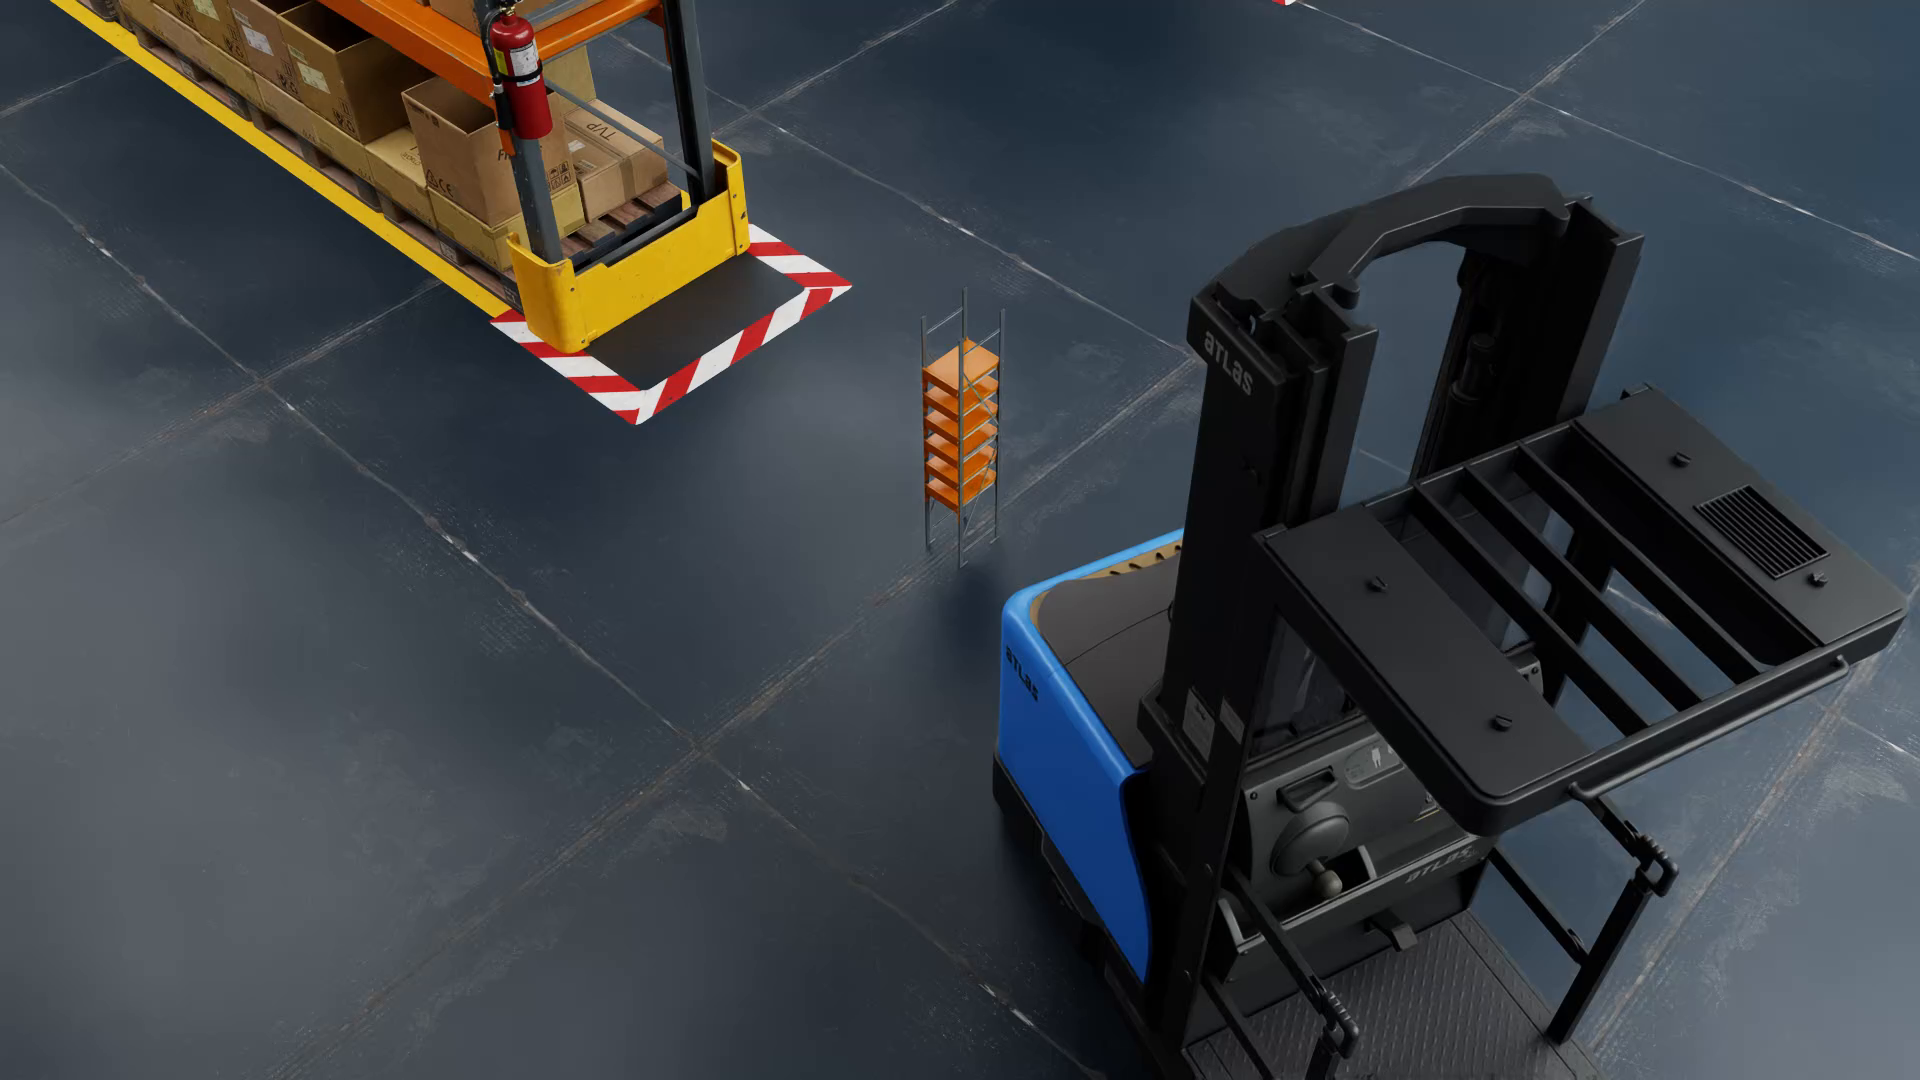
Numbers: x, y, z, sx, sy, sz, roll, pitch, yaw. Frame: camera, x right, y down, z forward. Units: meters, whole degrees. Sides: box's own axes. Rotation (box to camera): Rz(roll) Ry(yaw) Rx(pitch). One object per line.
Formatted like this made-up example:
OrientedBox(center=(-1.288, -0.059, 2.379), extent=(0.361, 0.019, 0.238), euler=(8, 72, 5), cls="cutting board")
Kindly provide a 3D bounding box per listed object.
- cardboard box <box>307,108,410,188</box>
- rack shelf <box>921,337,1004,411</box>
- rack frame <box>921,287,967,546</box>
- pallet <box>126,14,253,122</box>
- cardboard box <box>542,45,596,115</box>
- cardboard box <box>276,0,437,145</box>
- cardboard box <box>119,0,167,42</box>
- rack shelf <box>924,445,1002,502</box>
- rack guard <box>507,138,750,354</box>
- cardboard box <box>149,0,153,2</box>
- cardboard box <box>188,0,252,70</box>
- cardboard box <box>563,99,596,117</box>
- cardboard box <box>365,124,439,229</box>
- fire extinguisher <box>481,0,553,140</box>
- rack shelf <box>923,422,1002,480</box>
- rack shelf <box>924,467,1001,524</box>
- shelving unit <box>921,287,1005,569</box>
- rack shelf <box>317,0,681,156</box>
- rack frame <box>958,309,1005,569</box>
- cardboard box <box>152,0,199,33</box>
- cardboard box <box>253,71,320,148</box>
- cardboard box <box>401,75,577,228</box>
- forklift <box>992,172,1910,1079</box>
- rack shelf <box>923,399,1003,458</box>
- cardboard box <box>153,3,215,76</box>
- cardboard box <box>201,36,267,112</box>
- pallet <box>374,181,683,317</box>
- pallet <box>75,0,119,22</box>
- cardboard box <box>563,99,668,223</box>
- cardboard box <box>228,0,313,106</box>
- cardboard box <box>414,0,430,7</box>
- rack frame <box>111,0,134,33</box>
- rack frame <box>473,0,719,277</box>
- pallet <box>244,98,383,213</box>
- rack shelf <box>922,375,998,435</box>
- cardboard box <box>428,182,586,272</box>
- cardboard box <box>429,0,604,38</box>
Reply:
OrientedBox(center=(-2.889, -2.071, 8.344), extent=(0.500, 0.250, 0.500), euler=(34, 55, 28), cls="cardboard box")
OrientedBox(center=(0.011, -0.620, 6.184), extent=(0.180, 0.103, 0.258), euler=(34, 55, 28), cls="rack shelf")
OrientedBox(center=(-0.057, -0.449, 6.457), extent=(0.006, 1.200, 0.240), euler=(34, 55, 28), cls="rack frame")
OrientedBox(center=(-3.934, -2.882, 9.420), extent=(1.213, 0.211, 1.003), euler=(34, 55, 28), cls="pallet")
OrientedBox(center=(-2.163, -2.364, 8.105), extent=(0.500, 0.500, 0.500), euler=(34, 55, 28), cls="cardboard box")
OrientedBox(center=(-2.892, -2.326, 8.069), extent=(0.500, 0.500, 0.500), euler=(34, 55, 28), cls="cardboard box")
OrientedBox(center=(-4.355, -3.063, 9.275), extent=(0.500, 0.250, 0.500), euler=(34, 55, 28), cls="cardboard box")
OrientedBox(center=(0.011, -0.291, 6.534), extent=(0.180, 0.103, 0.258), euler=(34, 55, 28), cls="rack shelf")
OrientedBox(center=(-1.533, -1.407, 7.837), extent=(0.348, 0.500, 1.175), euler=(34, 55, 28), cls="rack guard")
OrientedBox(center=(-4.362, -3.315, 8.997), extent=(0.500, 0.500, 0.500), euler=(34, 55, 28), cls="cardboard box")
OrientedBox(center=(-3.627, -2.820, 8.533), extent=(0.500, 0.500, 0.500), euler=(34, 55, 28), cls="cardboard box")
OrientedBox(center=(-2.164, -2.107, 8.377), extent=(0.500, 0.250, 0.500), euler=(34, 55, 28), cls="cardboard box")
OrientedBox(center=(-2.521, -1.825, 8.112), extent=(0.500, 0.250, 0.500), euler=(34, 55, 28), cls="cardboard box")
OrientedBox(center=(-1.779, -1.941, 6.676), extent=(0.183, 0.674, 0.296), euler=(34, 55, 28), cls="fire extinguisher")
OrientedBox(center=(0.011, -0.373, 6.447), extent=(0.180, 0.103, 0.258), euler=(34, 55, 28), cls="rack shelf")
OrientedBox(center=(0.011, -0.209, 6.622), extent=(0.180, 0.103, 0.258), euler=(34, 55, 28), cls="rack shelf")
OrientedBox(center=(0.011, -0.404, 6.414), extent=(0.189, 1.200, 0.258), euler=(34, 55, 28), cls="shelving unit")
OrientedBox(center=(-3.021, -3.017, 8.127), extent=(4.000, 0.370, 1.077), euler=(34, 55, 28), cls="rack shelf")
OrientedBox(center=(0.078, -0.358, 6.372), extent=(0.006, 1.200, 0.240), euler=(34, 55, 28), cls="rack frame")
OrientedBox(center=(-3.989, -3.072, 8.769), extent=(0.500, 0.500, 0.500), euler=(34, 55, 28), cls="cardboard box")
OrientedBox(center=(-3.256, -2.319, 8.577), extent=(0.500, 0.250, 0.500), euler=(34, 55, 28), cls="cardboard box")
OrientedBox(center=(-2.147, -1.840, 7.612), extent=(0.500, 0.500, 0.500), euler=(34, 55, 28), cls="cardboard box")
OrientedBox(center=(1.228, 0.713, 4.178), extent=(1.130, 2.935, 3.031), euler=(-20, 50, -18), cls="forklift")
OrientedBox(center=(0.011, -0.455, 6.359), extent=(0.180, 0.103, 0.258), euler=(34, 55, 28), cls="rack shelf")
OrientedBox(center=(-3.991, -2.813, 9.040), extent=(0.500, 0.250, 0.500), euler=(34, 55, 28), cls="cardboard box")
OrientedBox(center=(-3.627, -2.563, 8.806), extent=(0.500, 0.250, 0.500), euler=(34, 55, 28), cls="cardboard box")
OrientedBox(center=(-2.141, -1.676, 8.287), extent=(1.213, 0.211, 1.003), euler=(34, 55, 28), cls="pallet")
OrientedBox(center=(-5.058, -3.641, 10.133), extent=(1.213, 0.211, 1.003), euler=(34, 55, 28), cls="pallet")
OrientedBox(center=(-1.794, -1.861, 8.147), extent=(0.500, 0.250, 0.500), euler=(34, 55, 28), cls="cardboard box")
OrientedBox(center=(-3.258, -2.574, 8.301), extent=(0.500, 0.500, 0.500), euler=(34, 55, 28), cls="cardboard box")
OrientedBox(center=(-2.274, -2.804, 7.365), extent=(0.500, 0.500, 0.700), euler=(35, 56, 29), cls="cardboard box")
OrientedBox(center=(-4.490, -4.252, 8.794), extent=(0.127, 3.000, 1.000), euler=(34, 55, 28), cls="rack frame")
OrientedBox(center=(-1.551, -2.275, 6.937), extent=(0.127, 3.000, 1.000), euler=(34, 55, 28), cls="rack frame")
OrientedBox(center=(-3.033, -2.279, 8.853), extent=(1.213, 0.211, 1.003), euler=(34, 55, 28), cls="pallet")
OrientedBox(center=(0.011, -0.537, 6.272), extent=(0.180, 0.103, 0.258), euler=(34, 55, 28), cls="rack shelf")
OrientedBox(center=(-2.145, -1.584, 7.886), extent=(0.500, 0.250, 0.500), euler=(34, 55, 28), cls="cardboard box")
OrientedBox(center=(-1.885, -2.546, 7.123), extent=(0.500, 0.500, 0.700), euler=(34, 55, 28), cls="cardboard box")
